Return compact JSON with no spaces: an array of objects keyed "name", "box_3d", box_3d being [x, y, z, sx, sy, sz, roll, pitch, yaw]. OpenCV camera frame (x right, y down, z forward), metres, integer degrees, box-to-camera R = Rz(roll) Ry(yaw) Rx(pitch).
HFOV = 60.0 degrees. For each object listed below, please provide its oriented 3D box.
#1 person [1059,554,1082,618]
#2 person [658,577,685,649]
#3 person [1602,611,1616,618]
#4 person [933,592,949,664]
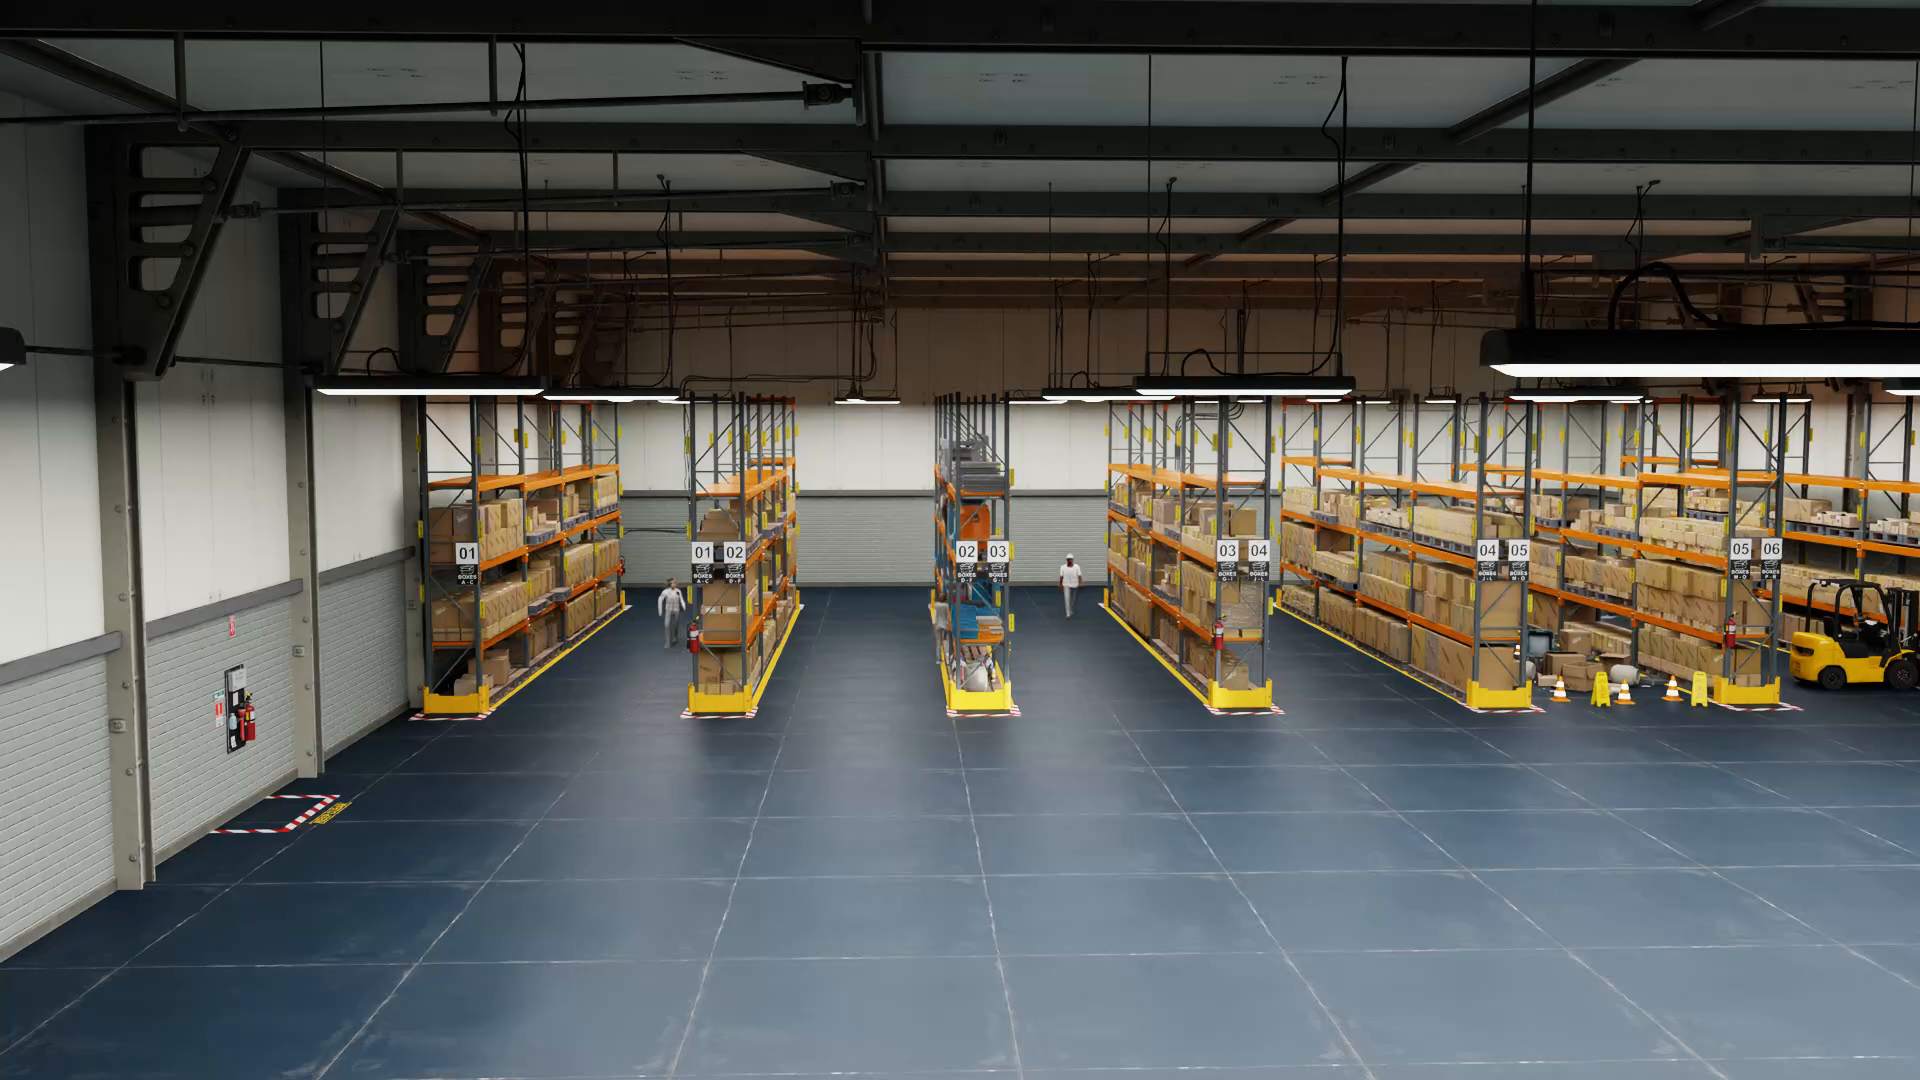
[{"name":"person","box_3d":[3.011,1.243,45.117,0.586,1.718,1.058,0,5,-5]},{"name":"person","box_3d":[-6.892,1.718,39.860,0.669,1.673,0.958,0,5,-2]},{"name":"person","box_3d":[17.593,1.326,45.021,0.378,1.602,0.453,1,5,11]},{"name":"person","box_3d":[-0.372,1.954,36.919,0.467,1.578,0.455,1,5,8]}]
